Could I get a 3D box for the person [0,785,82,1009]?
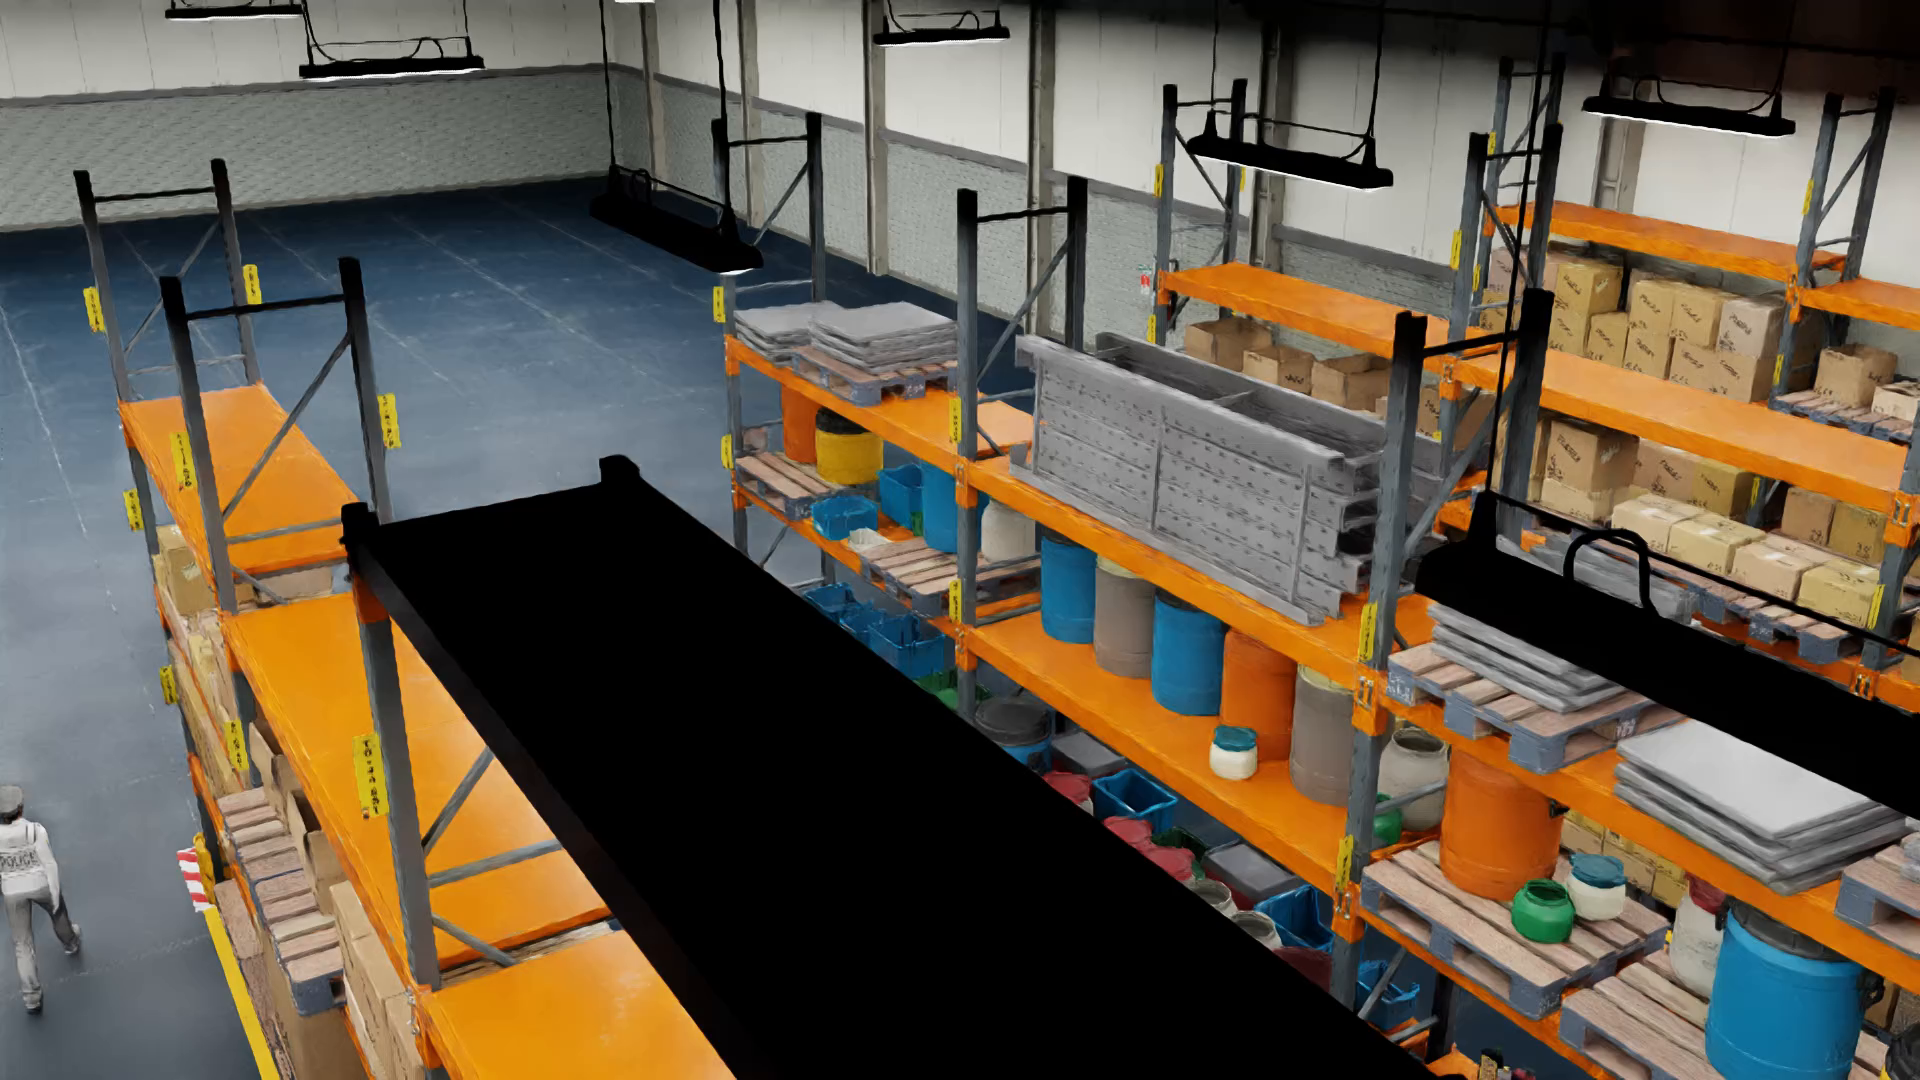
[{"bbox_3d":[-7.092,2.617,12.644,0.483,1.619,0.999,-9,23,-21],"label":"person"}]
